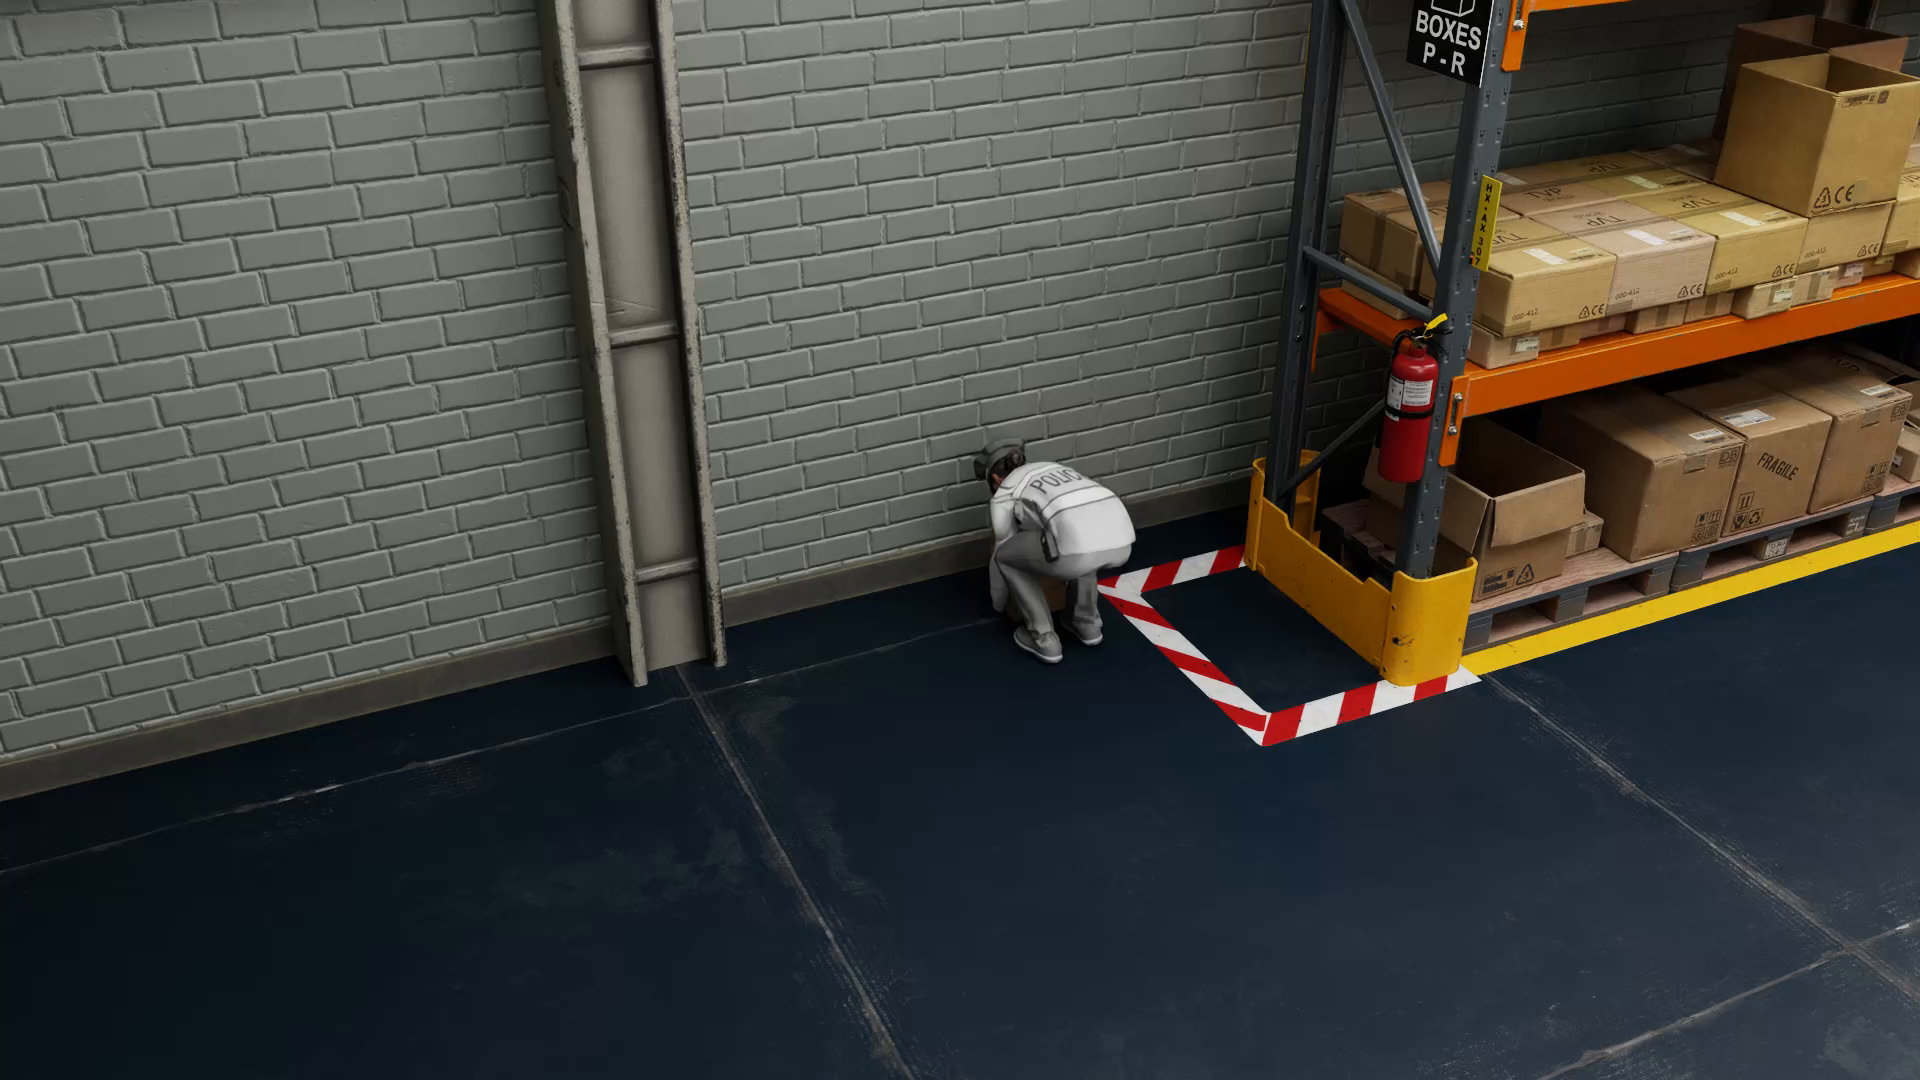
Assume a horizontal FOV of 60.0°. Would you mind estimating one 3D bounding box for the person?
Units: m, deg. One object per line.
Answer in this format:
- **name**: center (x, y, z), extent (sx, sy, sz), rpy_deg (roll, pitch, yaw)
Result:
- **person**: center (0.362, 0.046, 6.980), extent (0.455, 0.774, 0.913), rpy_deg (-14, 33, -23)
